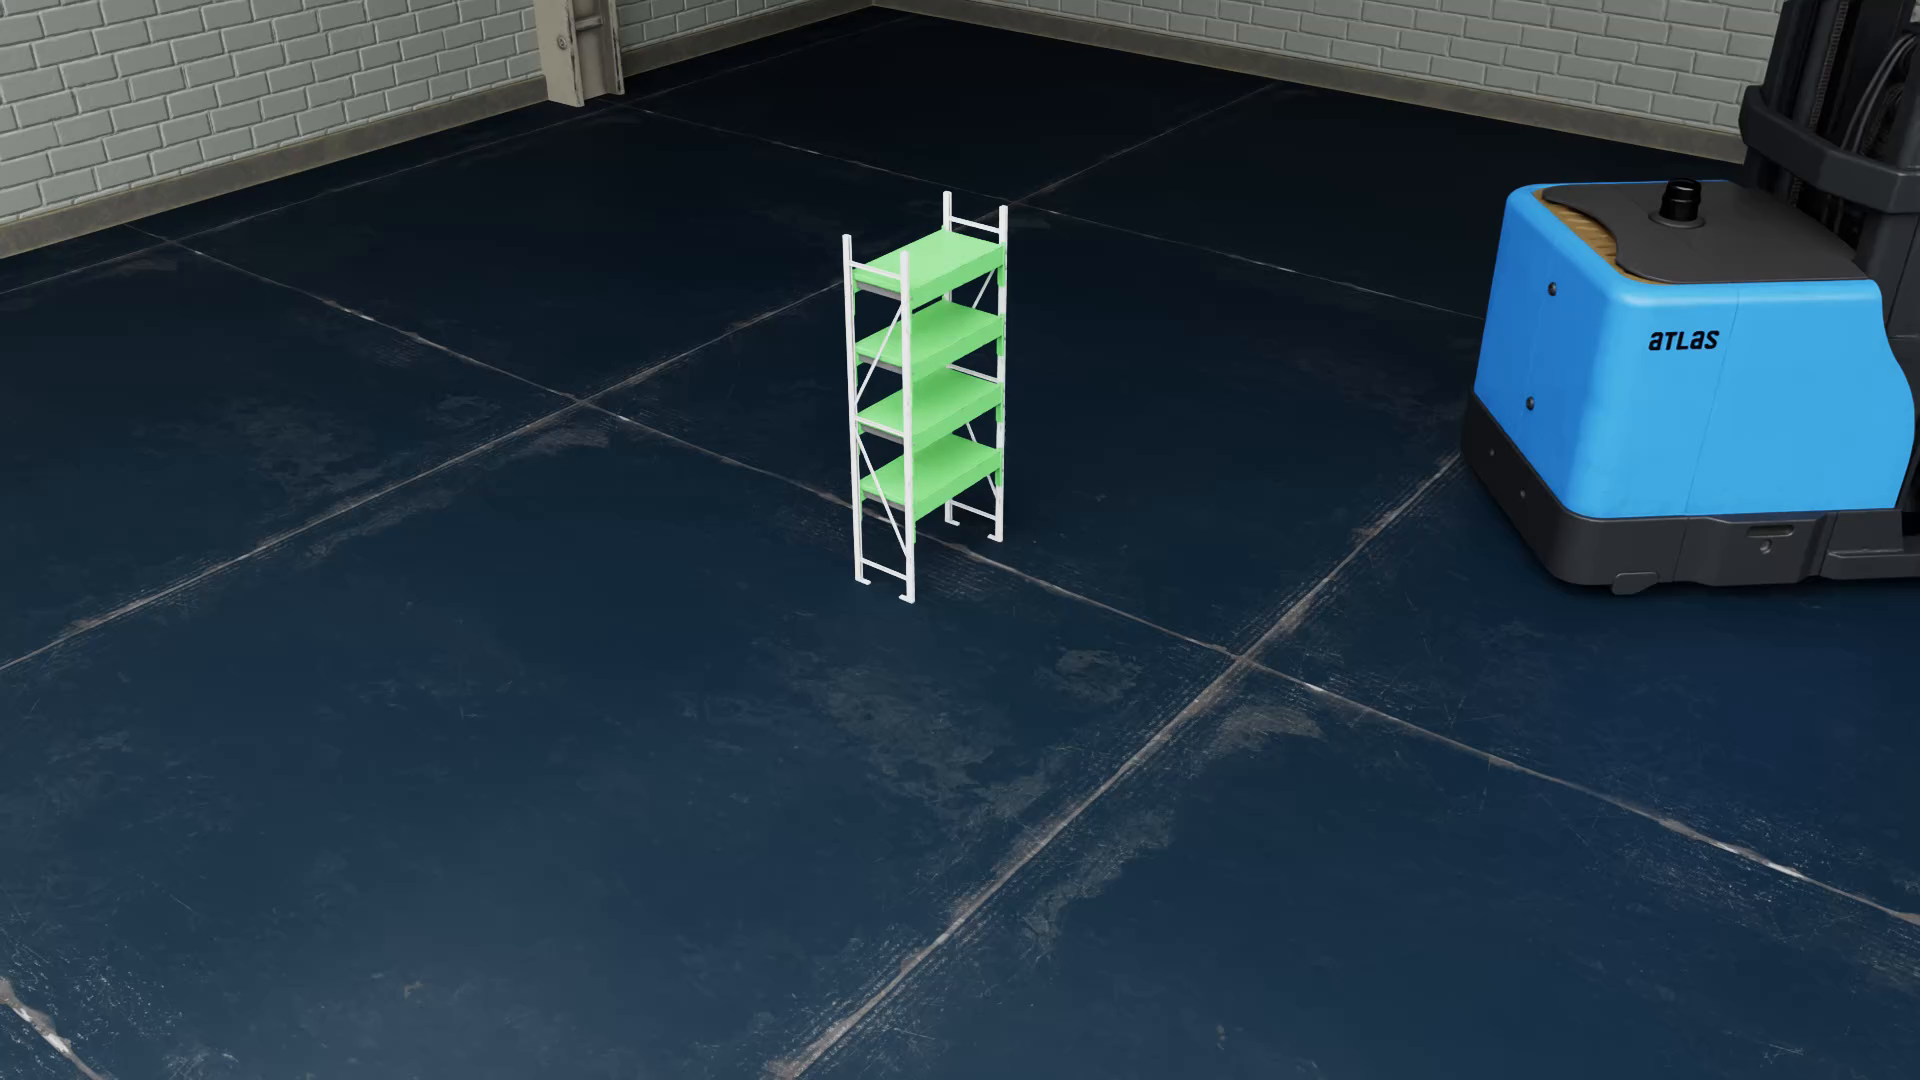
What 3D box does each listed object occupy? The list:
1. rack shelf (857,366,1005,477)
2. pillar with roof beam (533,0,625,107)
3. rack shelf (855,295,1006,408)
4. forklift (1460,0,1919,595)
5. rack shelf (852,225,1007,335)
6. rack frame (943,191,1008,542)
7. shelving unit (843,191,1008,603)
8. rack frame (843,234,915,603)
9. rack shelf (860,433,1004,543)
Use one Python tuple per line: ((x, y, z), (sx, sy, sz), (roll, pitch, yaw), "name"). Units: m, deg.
((-0.100, -0.394, 5.363), (0.258, 0.148, 0.480), (21, 37, 31), "rack shelf")
((1.075, -5.342, 5.937), (9.100, 9.000, 0.400), (21, 37, 31), "pillar with roof beam")
((-0.100, -0.600, 5.241), (0.258, 0.148, 0.480), (21, 37, 31), "rack shelf")
((3.399, -1.372, 5.190), (3.031, 2.935, 1.130), (-2, 31, -4), "forklift")
((-0.100, -0.807, 5.118), (0.258, 0.148, 0.480), (21, 37, 31), "rack shelf")
((0.047, -0.548, 5.498), (0.240, 1.200, 0.015), (21, 37, 31), "rack frame")
((-0.100, -0.449, 5.331), (0.258, 1.200, 0.503), (21, 37, 31), "shelving unit")
((-0.247, -0.350, 5.163), (0.240, 1.200, 0.015), (21, 37, 31), "rack frame")
((-0.100, -0.187, 5.485), (0.258, 0.148, 0.480), (21, 37, 31), "rack shelf")
